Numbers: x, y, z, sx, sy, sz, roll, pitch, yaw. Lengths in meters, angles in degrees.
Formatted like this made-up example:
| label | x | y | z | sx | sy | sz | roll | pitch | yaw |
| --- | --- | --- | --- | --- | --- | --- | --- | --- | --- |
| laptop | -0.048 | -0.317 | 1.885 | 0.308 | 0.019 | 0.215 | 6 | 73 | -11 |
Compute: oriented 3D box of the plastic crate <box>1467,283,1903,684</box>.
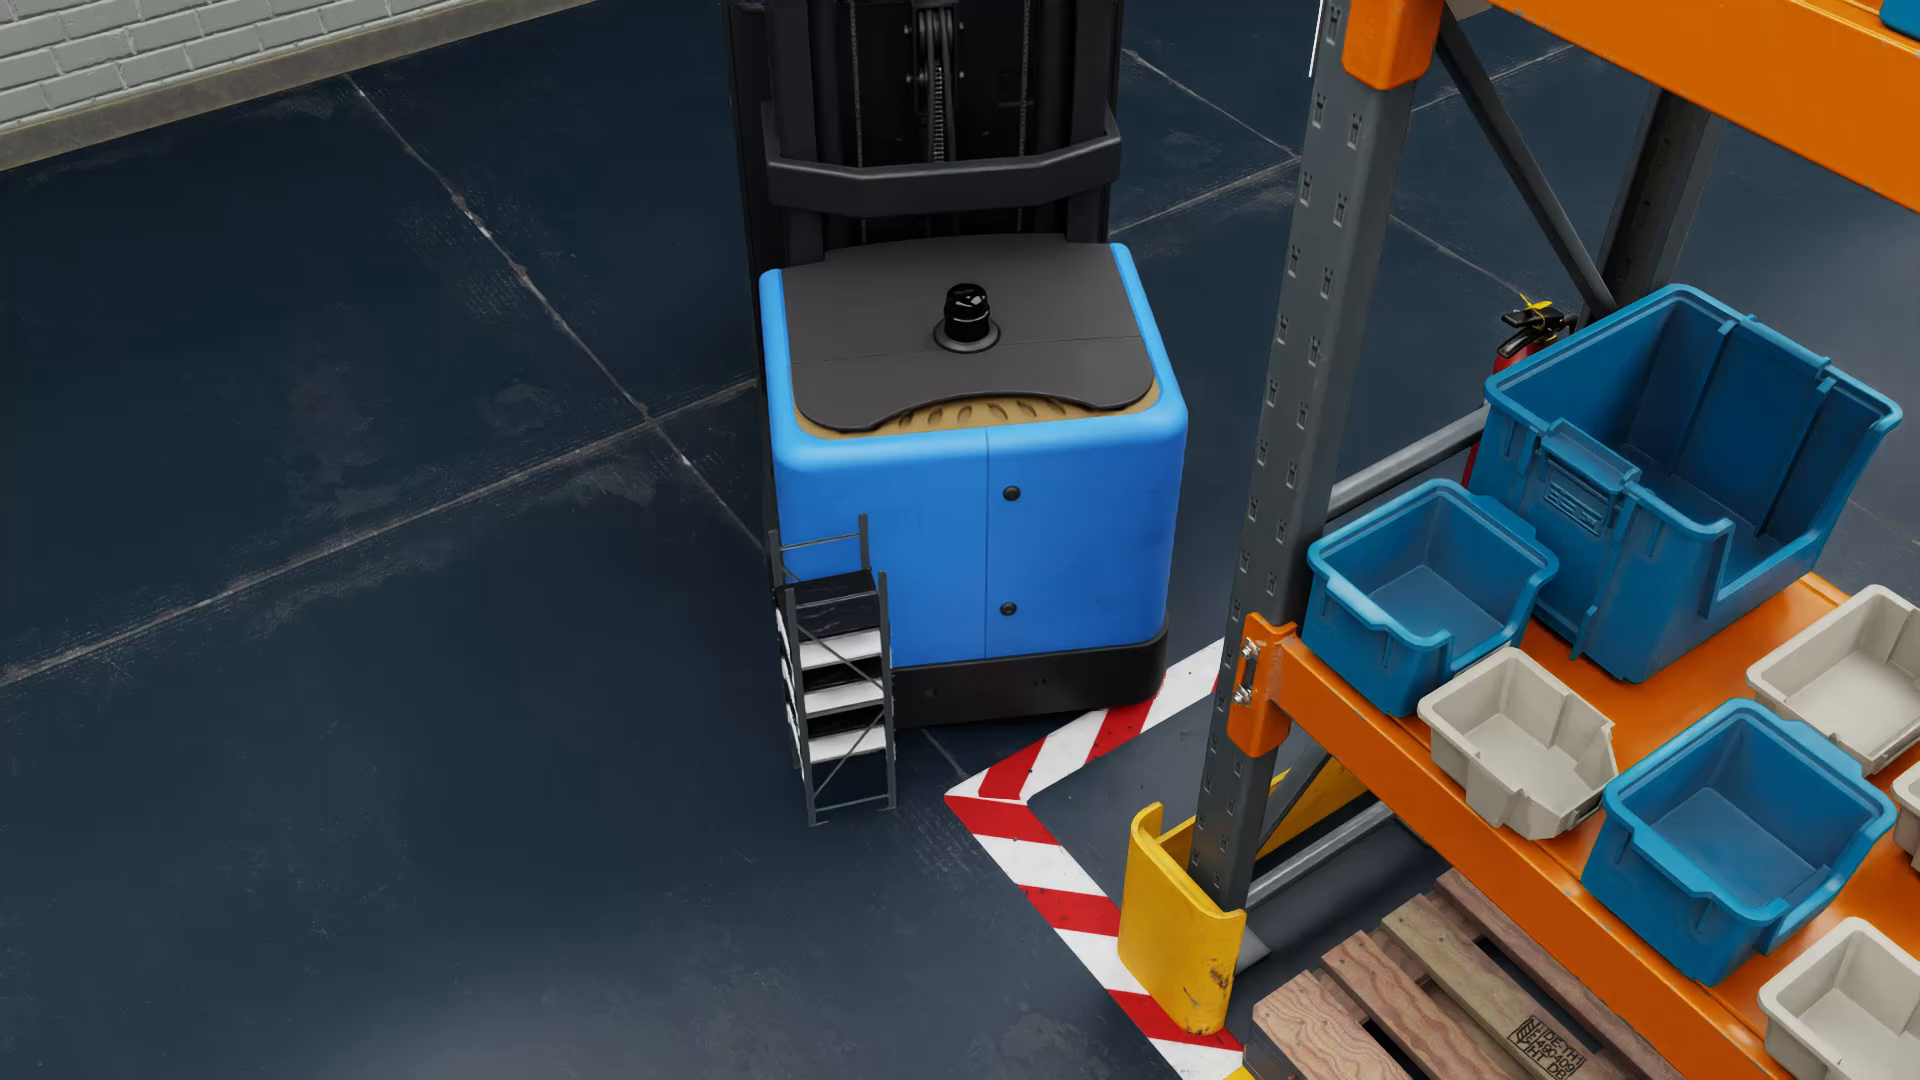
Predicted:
| label | x | y | z | sx | sy | sz | roll | pitch | yaw |
| --- | --- | --- | --- | --- | --- | --- | --- | --- | --- |
| plastic crate | 1.315 | -0.112 | 3.126 | 0.616 | 0.435 | 0.499 | -26 | 49 | -24 |

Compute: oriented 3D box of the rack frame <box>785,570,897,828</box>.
| label | x | y | z | sx | sy | sz | roll | pitch | yaw |
| --- | --- | --- | --- | --- | --- | --- | --- | --- | --- |
| rack frame | -0.287 | 0.419 | 4.158 | 0.240 | 0.900 | 0.006 | -11 | 45 | -11 |

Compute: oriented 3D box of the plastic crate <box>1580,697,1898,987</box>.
| label | x | y | z | sx | sy | sz | roll | pitch | yaw |
| --- | --- | --- | --- | --- | --- | --- | --- | --- | --- |
| plastic crate | 1.218 | 0.488 | 2.644 | 0.416 | 0.233 | 0.300 | -26 | 49 | -24 |

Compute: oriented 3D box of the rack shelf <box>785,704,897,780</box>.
| label | x | y | z | sx | sy | sz | roll | pitch | yaw |
| --- | --- | --- | --- | --- | --- | --- | --- | --- | --- |
| rack shelf | -0.314 | 0.506 | 4.377 | 0.258 | 0.077 | 0.200 | -11 | 45 | -11 |

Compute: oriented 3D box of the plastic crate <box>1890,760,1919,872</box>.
| label | x | y | z | sx | sy | sz | roll | pitch | yaw |
| --- | --- | --- | --- | --- | --- | --- | --- | --- | --- |
| plastic crate | 1.740 | 0.441 | 2.764 | 0.396 | 0.136 | 0.243 | -26 | 49 | -24 |

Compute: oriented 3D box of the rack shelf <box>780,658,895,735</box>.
| label | x | y | z | sx | sy | sz | roll | pitch | yaw |
| --- | --- | --- | --- | --- | --- | --- | --- | --- | --- |
| rack shelf | -0.314 | 0.376 | 4.252 | 0.258 | 0.077 | 0.200 | -11 | 45 | -11 |

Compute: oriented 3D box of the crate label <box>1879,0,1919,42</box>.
| label | x | y | z | sx | sy | sz | roll | pitch | yaw |
| --- | --- | --- | --- | --- | --- | --- | --- | --- | --- |
| crate label | 1.233 | -0.574 | 1.615 | 0.408 | 0.251 | 0.502 | -26 | 49 | -24 |

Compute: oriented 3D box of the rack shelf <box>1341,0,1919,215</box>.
| label | x | y | z | sx | sy | sz | roll | pitch | yaw |
| --- | --- | --- | --- | --- | --- | --- | --- | --- | --- |
| rack shelf | 2.115 | 0.115 | 1.306 | 1.077 | 0.370 | 4.000 | -26 | 49 | -24 |

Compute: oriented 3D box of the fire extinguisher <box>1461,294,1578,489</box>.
| label | x | y | z | sx | sy | sz | roll | pitch | yaw |
| --- | --- | --- | --- | --- | --- | --- | --- | --- | --- |
| fire extinguisher | 1.257 | -0.295 | 3.713 | 0.296 | 0.674 | 0.183 | -26 | 49 | -24 |

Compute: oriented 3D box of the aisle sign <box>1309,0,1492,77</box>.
| label | x | y | z | sx | sy | sz | roll | pitch | yaw |
| --- | --- | --- | --- | --- | --- | --- | --- | --- | --- |
| aisle sign | 0.686 | -1.057 | 2.302 | 0.394 | 0.787 | 0.004 | -26 | 49 | -24 |

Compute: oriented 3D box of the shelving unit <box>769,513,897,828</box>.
| label | x | y | z | sx | sy | sz | roll | pitch | yaw |
| --- | --- | --- | --- | --- | --- | --- | --- | --- | --- |
| shelving unit | -0.314 | 0.352 | 4.229 | 0.258 | 0.900 | 0.210 | -11 | 45 | -11 |

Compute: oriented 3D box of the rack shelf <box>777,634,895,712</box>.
| label | x | y | z | sx | sy | sz | roll | pitch | yaw |
| --- | --- | --- | --- | --- | --- | --- | --- | --- | --- |
| rack shelf | -0.314 | 0.311 | 4.190 | 0.258 | 0.077 | 0.200 | -11 | 45 | -11 |

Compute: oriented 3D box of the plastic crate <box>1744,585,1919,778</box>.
| label | x | y | z | sx | sy | sz | roll | pitch | yaw |
| --- | --- | --- | --- | --- | --- | --- | --- | --- | --- |
| plastic crate | 1.586 | 0.271 | 2.942 | 0.396 | 0.136 | 0.243 | -26 | 49 | -24 |

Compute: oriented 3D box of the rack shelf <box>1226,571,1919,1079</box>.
| label | x | y | z | sx | sy | sz | roll | pitch | yaw |
| --- | --- | --- | --- | --- | --- | --- | --- | --- | --- |
| rack shelf | 2.115 | 1.200 | 2.342 | 1.077 | 0.370 | 4.000 | -26 | 49 | -24 |

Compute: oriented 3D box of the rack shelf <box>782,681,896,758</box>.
| label | x | y | z | sx | sy | sz | roll | pitch | yaw |
| --- | --- | --- | --- | --- | --- | --- | --- | --- | --- |
| rack shelf | -0.314 | 0.441 | 4.315 | 0.258 | 0.077 | 0.200 | -11 | 45 | -11 |

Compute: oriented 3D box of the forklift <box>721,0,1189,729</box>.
| label | x | y | z | sx | sy | sz | roll | pitch | yaw |
| --- | --- | --- | --- | --- | --- | --- | --- | --- | --- |
| forklift | -0.131 | -1.544 | 4.745 | 1.130 | 2.935 | 3.031 | -5 | 44 | -6 |

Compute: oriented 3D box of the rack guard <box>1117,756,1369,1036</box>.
| label | x | y | z | sx | sy | sz | roll | pitch | yaw |
| --- | --- | --- | --- | --- | --- | --- | --- | --- | --- |
| rack guard | 0.946 | 0.702 | 4.152 | 1.175 | 0.500 | 0.348 | -26 | 49 | -24 |

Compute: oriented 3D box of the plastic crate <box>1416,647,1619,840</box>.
| label | x | y | z | sx | sy | sz | roll | pitch | yaw |
| --- | --- | --- | --- | --- | --- | --- | --- | --- | --- |
| plastic crate | 0.957 | 0.365 | 2.843 | 0.250 | 0.136 | 0.298 | -26 | 49 | -24 |

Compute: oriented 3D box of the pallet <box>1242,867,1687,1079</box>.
| label | x | y | z | sx | sy | sz | roll | pitch | yaw |
| --- | --- | --- | --- | --- | --- | --- | --- | --- | --- |
| pallet | 1.411 | 1.298 | 3.738 | 1.003 | 0.211 | 1.213 | -26 | 49 | -24 |

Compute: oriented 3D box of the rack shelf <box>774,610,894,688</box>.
| label | x | y | z | sx | sy | sz | roll | pitch | yaw |
| --- | --- | --- | --- | --- | --- | --- | --- | --- | --- |
| rack shelf | -0.314 | 0.246 | 4.128 | 0.258 | 0.077 | 0.200 | -11 | 45 | -11 |

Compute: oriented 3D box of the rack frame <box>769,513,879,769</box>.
| label | x | y | z | sx | sy | sz | roll | pitch | yaw |
| --- | --- | --- | --- | --- | --- | --- | --- | --- | --- |
| rack frame | -0.341 | 0.284 | 4.300 | 0.240 | 0.900 | 0.006 | -11 | 45 | -11 |

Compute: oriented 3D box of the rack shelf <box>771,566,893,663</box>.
| label | x | y | z | sx | sy | sz | roll | pitch | yaw |
| --- | --- | --- | --- | --- | --- | --- | --- | --- | --- |
| rack shelf | -0.314 | 0.181 | 4.066 | 0.258 | 0.077 | 0.200 | -11 | 45 | -11 |

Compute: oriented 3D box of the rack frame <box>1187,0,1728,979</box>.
| label | x | y | z | sx | sy | sz | roll | pitch | yaw |
| --- | --- | --- | --- | --- | --- | --- | --- | --- | --- |
| rack frame | 0.971 | -0.193 | 3.280 | 1.000 | 3.000 | 0.127 | -26 | 49 | -24 |

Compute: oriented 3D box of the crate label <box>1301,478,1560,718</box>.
| label | x | y | z | sx | sy | sz | roll | pitch | yaw |
| --- | --- | --- | --- | --- | --- | --- | --- | --- | --- |
| crate label | 0.842 | 0.115 | 3.035 | 0.416 | 0.233 | 0.303 | -26 | 49 | -24 |

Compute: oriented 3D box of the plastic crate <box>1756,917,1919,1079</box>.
| label | x | y | z | sx | sy | sz | roll | pitch | yaw |
| --- | --- | --- | --- | --- | --- | --- | --- | --- | --- |
| plastic crate | 1.345 | 0.749 | 2.441 | 0.250 | 0.136 | 0.298 | -26 | 49 | -24 |
